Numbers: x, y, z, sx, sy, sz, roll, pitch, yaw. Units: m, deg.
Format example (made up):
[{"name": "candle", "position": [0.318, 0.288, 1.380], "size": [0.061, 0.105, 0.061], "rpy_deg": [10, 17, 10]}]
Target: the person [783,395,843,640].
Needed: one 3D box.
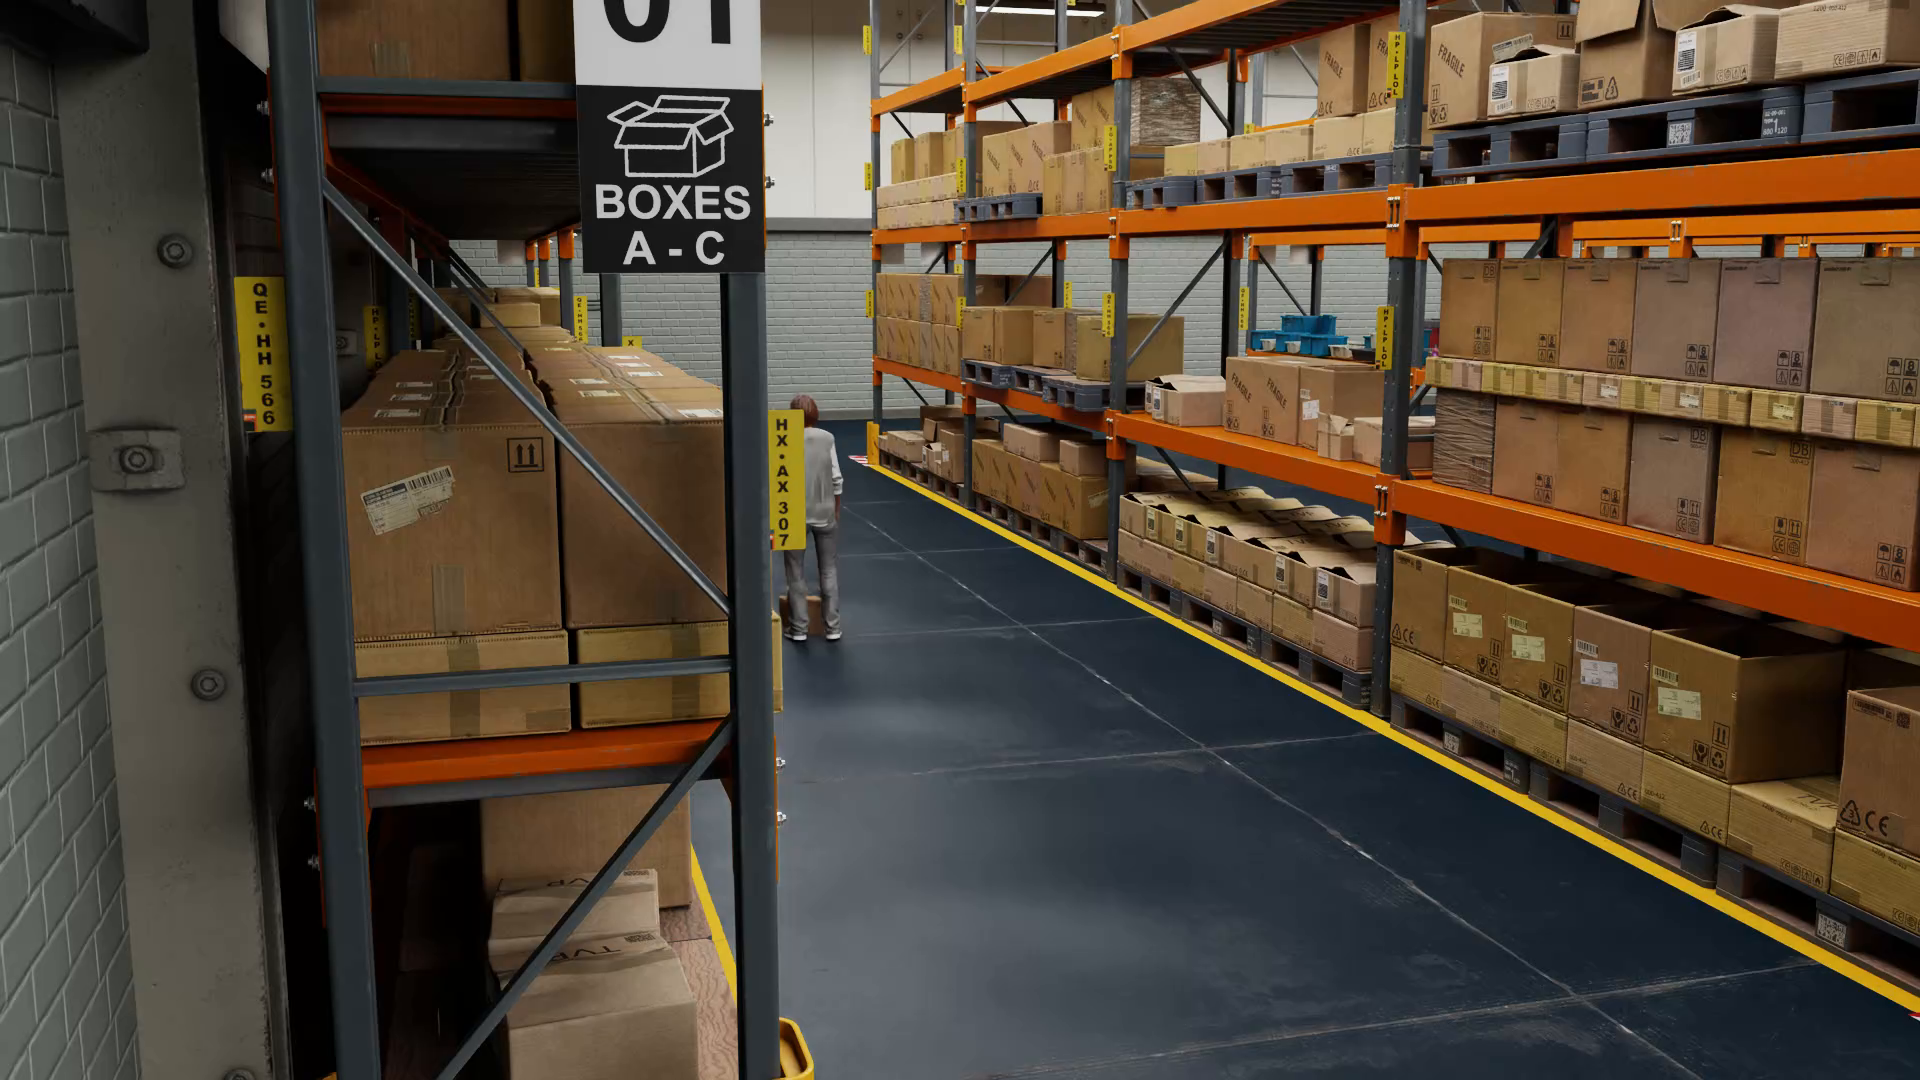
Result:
[{"name": "person", "position": [-0.980, -0.137, 10.736], "size": [0.460, 1.593, 0.374], "rpy_deg": [-3, 10, -18]}]
